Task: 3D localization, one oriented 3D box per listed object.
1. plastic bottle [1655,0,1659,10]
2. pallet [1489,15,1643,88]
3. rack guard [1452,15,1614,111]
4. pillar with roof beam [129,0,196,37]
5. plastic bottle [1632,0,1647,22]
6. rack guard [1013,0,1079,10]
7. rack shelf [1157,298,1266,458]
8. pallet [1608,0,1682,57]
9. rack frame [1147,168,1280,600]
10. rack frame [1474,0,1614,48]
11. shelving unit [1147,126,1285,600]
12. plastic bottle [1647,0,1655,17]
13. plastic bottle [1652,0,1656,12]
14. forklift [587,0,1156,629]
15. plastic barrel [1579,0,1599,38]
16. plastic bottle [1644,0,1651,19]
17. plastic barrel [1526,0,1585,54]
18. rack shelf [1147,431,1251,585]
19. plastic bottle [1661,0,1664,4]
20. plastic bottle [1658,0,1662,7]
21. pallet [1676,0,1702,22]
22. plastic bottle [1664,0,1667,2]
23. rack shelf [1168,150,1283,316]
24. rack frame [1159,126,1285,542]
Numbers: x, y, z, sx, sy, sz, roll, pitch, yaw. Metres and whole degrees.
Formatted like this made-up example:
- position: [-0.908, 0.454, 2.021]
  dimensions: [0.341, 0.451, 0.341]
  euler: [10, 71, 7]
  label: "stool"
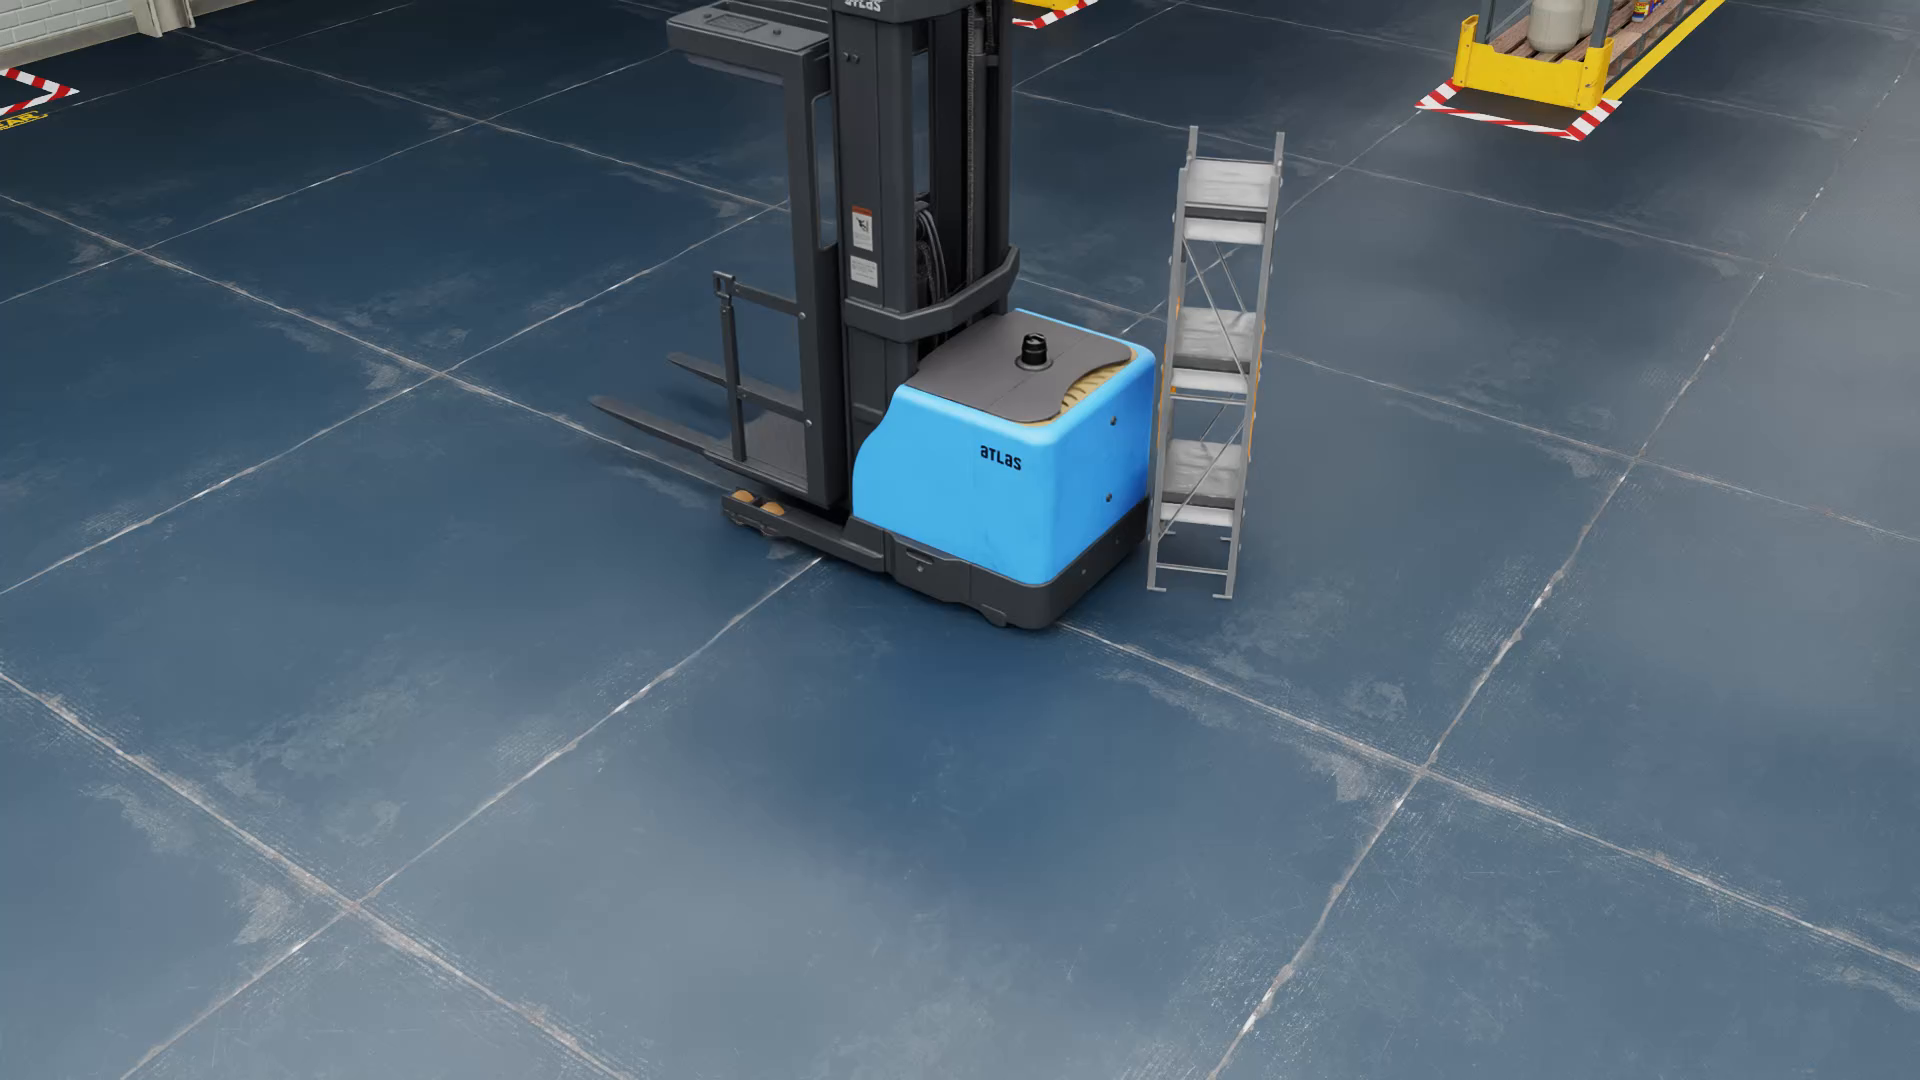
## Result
- position: [6.200, -4.879, 14.829]
  dimensions: [0.097, 0.271, 0.097]
  euler: [0, 34, 0]
  label: "plastic bottle"
- position: [5.130, -4.155, 14.206]
  dimensions: [1.003, 0.211, 1.213]
  euler: [21, 39, 28]
  label: "pallet"
- position: [4.663, -3.902, 13.574]
  dimensions: [1.175, 0.500, 0.348]
  euler: [21, 39, 28]
  label: "rack guard"
- position: [-3.677, -7.000, 10.567]
  dimensions: [9.100, 9.000, 0.400]
  euler: [21, 39, 28]
  label: "pillar with roof beam"
- position: [5.948, -4.675, 14.528]
  dimensions: [0.097, 0.271, 0.097]
  euler: [0, 34, 0]
  label: "plastic bottle"
- position: [0.577, -5.425, 15.826]
  dimensions: [1.175, 0.500, 0.348]
  euler: [21, 39, 28]
  label: "rack guard"
- position: [1.134, -0.736, 7.486]
  dimensions: [0.431, 0.518, 0.480]
  euler: [7, 35, 10]
  label: "rack shelf"
- position: [5.827, -4.714, 15.032]
  dimensions: [1.003, 0.211, 1.213]
  euler: [21, 39, 28]
  label: "pallet"
- position: [1.085, -0.612, 7.281]
  dimensions: [0.400, 2.100, 0.015]
  euler: [7, 35, 10]
  label: "rack frame"
- position: [4.658, -4.888, 12.800]
  dimensions: [1.000, 3.000, 0.127]
  euler: [21, 39, 28]
  label: "rack frame"
- position: [1.134, -0.747, 7.479]
  dimensions: [0.431, 2.100, 0.503]
  euler: [7, 35, 10]
  label: "shelving unit"
- position: [6.092, -4.778, 14.670]
  dimensions: [0.061, 0.283, 0.133]
  euler: [22, 40, 29]
  label: "plastic bottle"
- position: [6.143, -4.833, 14.761]
  dimensions: [0.097, 0.271, 0.097]
  euler: [0, 34, 0]
  label: "plastic bottle"
- position: [-0.582, -1.453, 7.782]
  dimensions: [3.031, 2.935, 1.130]
  euler: [21, 40, 28]
  label: "forklift"
- position: [5.256, -4.589, 14.205]
  dimensions: [0.421, 0.512, 0.421]
  euler: [0, 34, 0]
  label: "plastic barrel"
- position: [6.007, -4.693, 14.618]
  dimensions: [0.097, 0.201, 0.097]
  euler: [0, 34, 0]
  label: "plastic bottle"
- position: [4.971, -4.359, 13.863]
  dimensions: [0.421, 0.512, 0.421]
  euler: [0, 34, 0]
  label: "plastic barrel"
- position: [1.134, -0.157, 7.880]
  dimensions: [0.431, 0.518, 0.480]
  euler: [7, 35, 10]
  label: "rack shelf"
- position: [6.316, -4.972, 14.967]
  dimensions: [0.097, 0.271, 0.097]
  euler: [0, 34, 0]
  label: "plastic bottle"
- position: [6.257, -4.895, 14.916]
  dimensions: [0.097, 0.201, 0.097]
  euler: [0, 34, 0]
  label: "plastic bottle"
- position: [6.522, -5.278, 15.866]
  dimensions: [1.003, 0.211, 1.213]
  euler: [21, 39, 28]
  label: "pallet"
- position: [6.374, -4.990, 15.056]
  dimensions: [0.097, 0.201, 0.097]
  euler: [0, 34, 0]
  label: "plastic bottle"
- position: [1.133, -1.314, 7.092]
  dimensions: [0.431, 0.518, 0.480]
  euler: [7, 35, 10]
  label: "rack shelf"
- position: [1.182, -0.882, 7.676]
  dimensions: [0.400, 2.100, 0.015]
  euler: [7, 35, 10]
  label: "rack frame"
